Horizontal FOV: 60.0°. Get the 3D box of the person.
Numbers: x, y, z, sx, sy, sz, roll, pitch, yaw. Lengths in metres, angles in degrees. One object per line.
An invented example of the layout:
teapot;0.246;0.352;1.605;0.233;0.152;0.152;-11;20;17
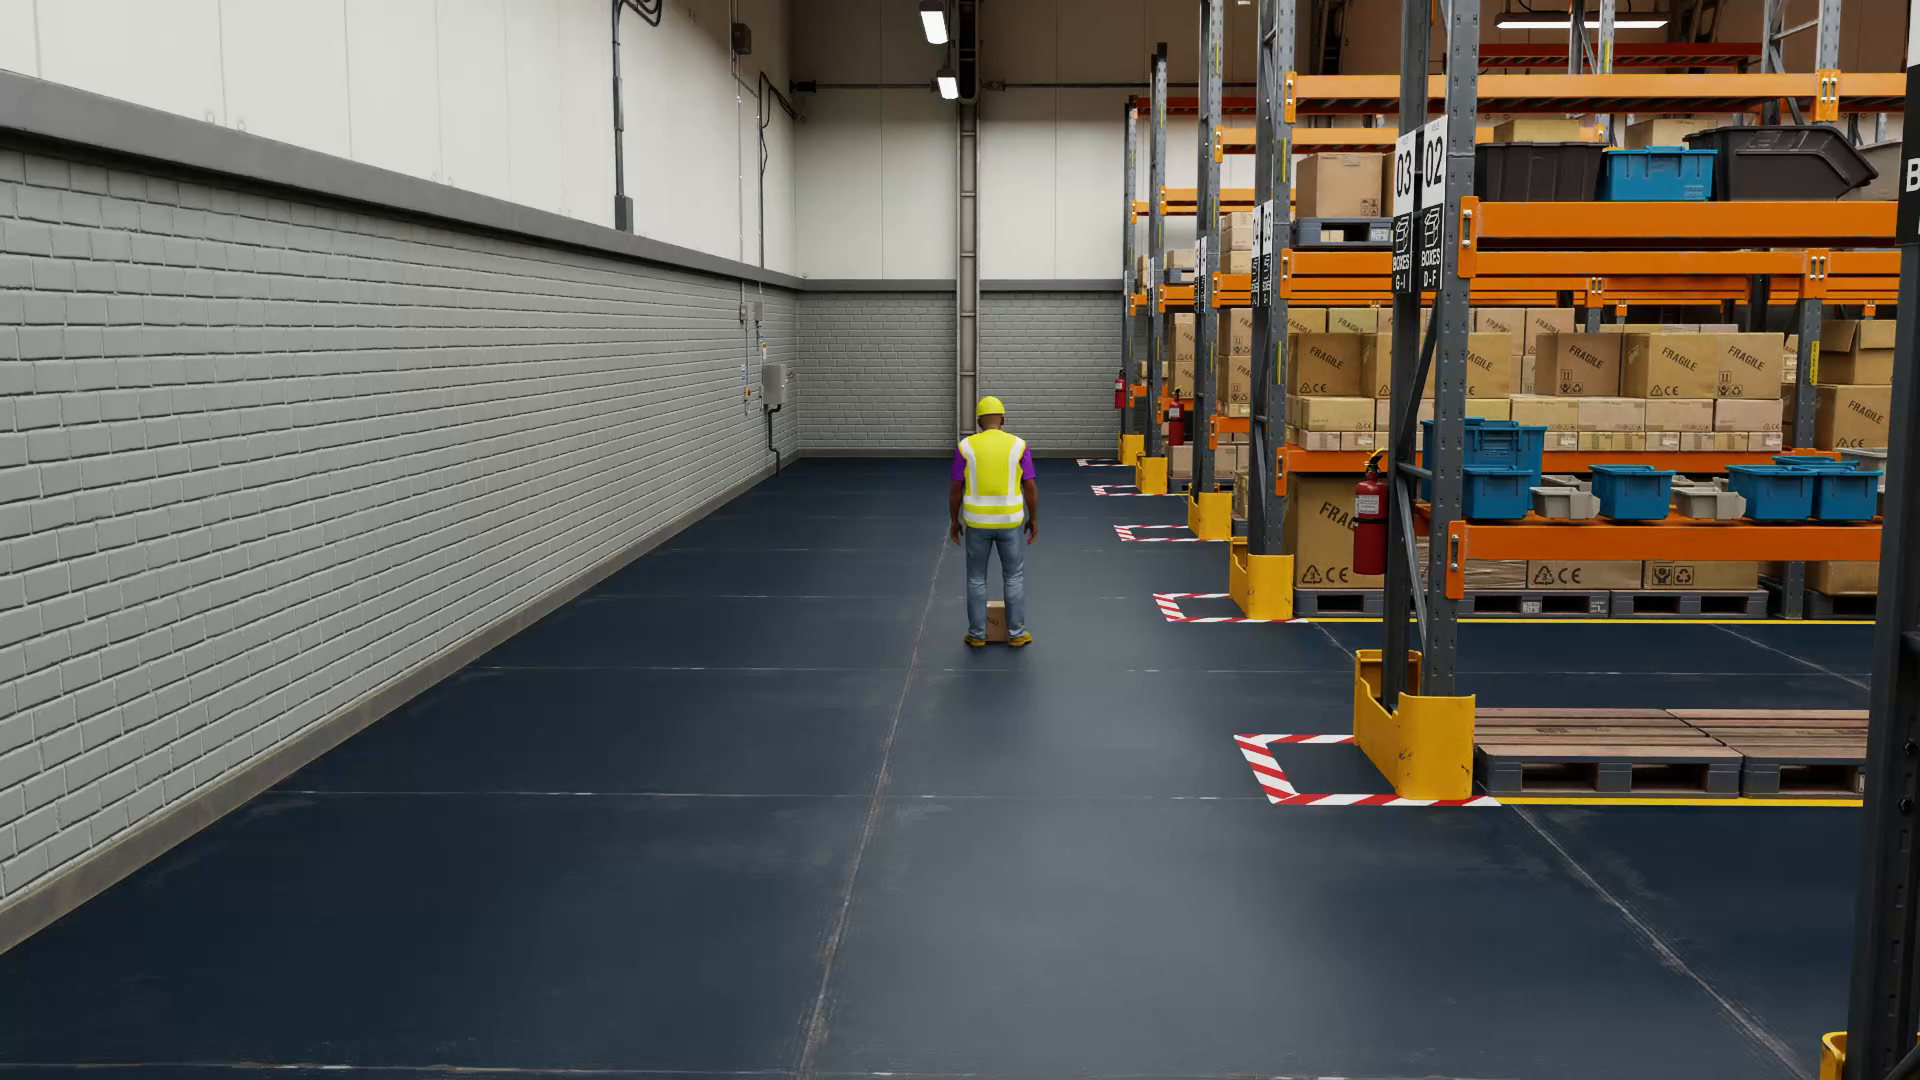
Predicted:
person;0.237;-0.131;11.737;0.625;1.760;0.459;0;7;0
